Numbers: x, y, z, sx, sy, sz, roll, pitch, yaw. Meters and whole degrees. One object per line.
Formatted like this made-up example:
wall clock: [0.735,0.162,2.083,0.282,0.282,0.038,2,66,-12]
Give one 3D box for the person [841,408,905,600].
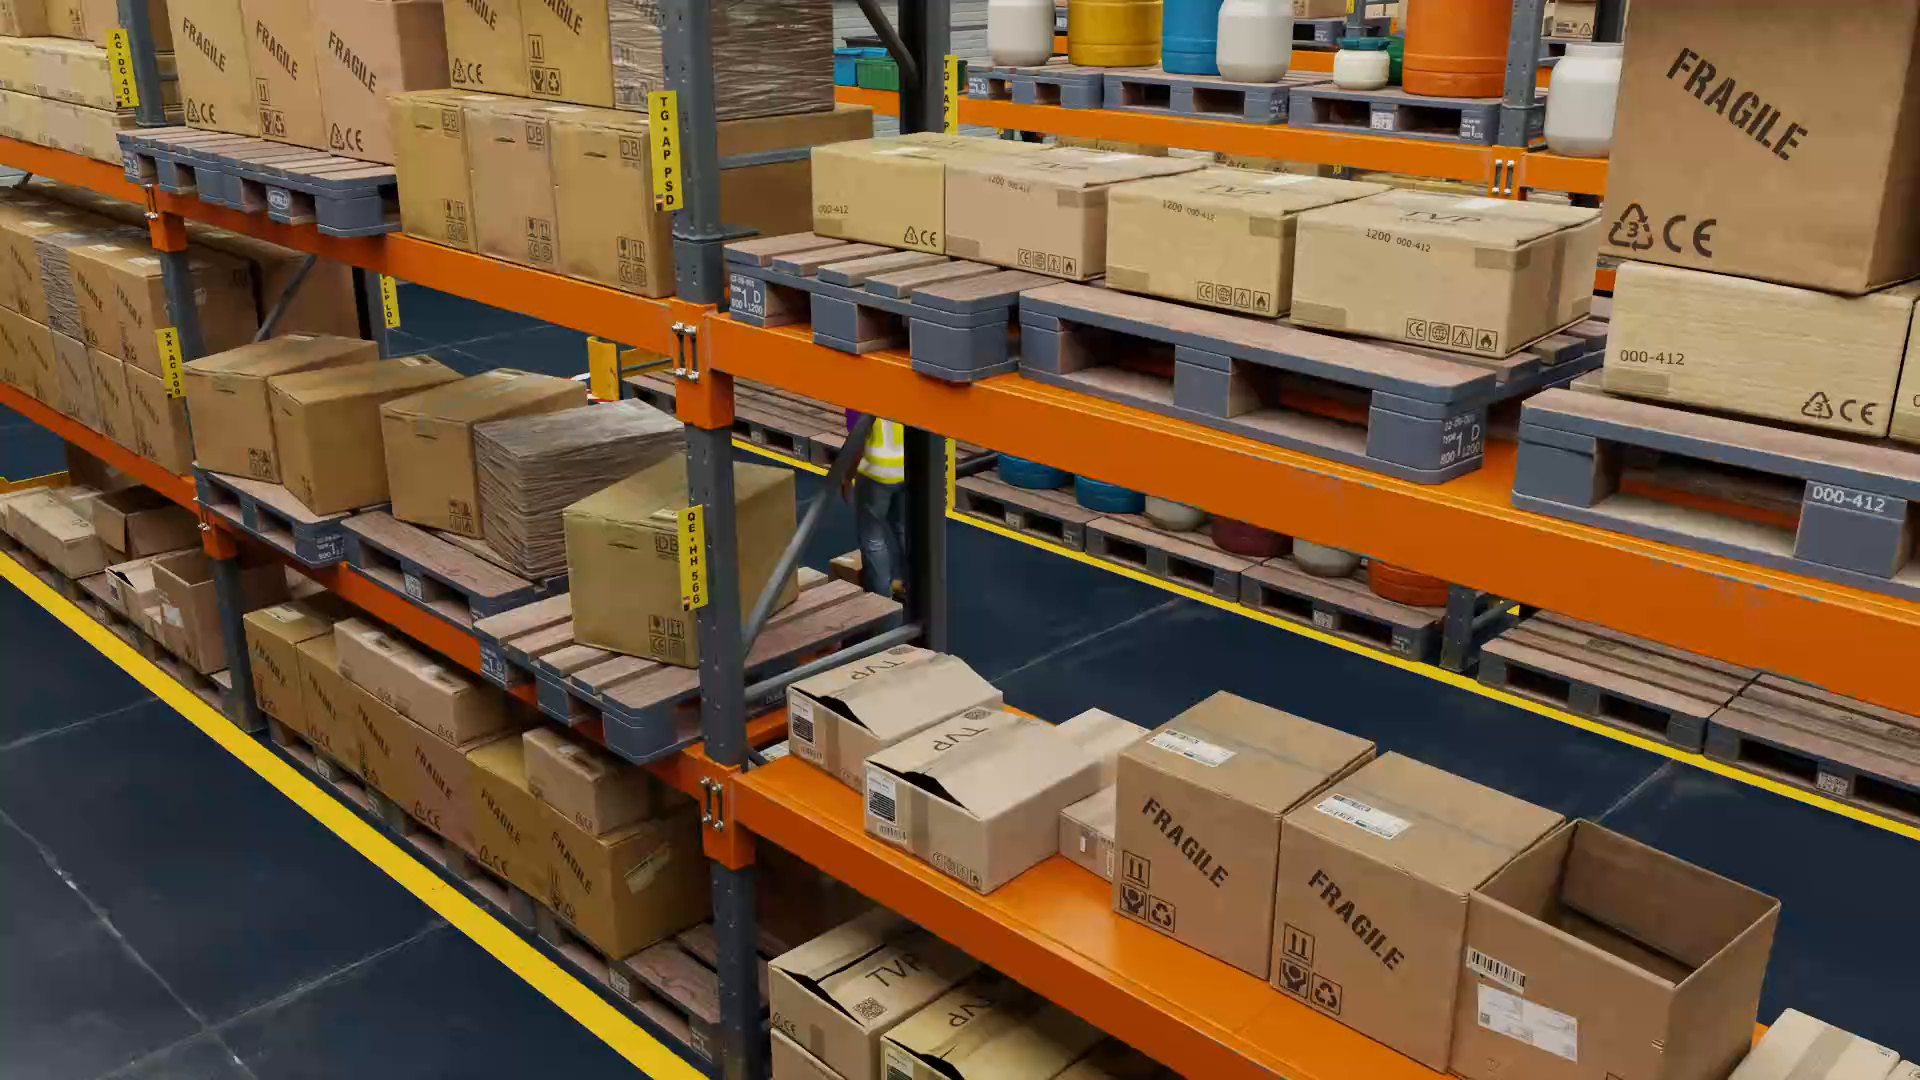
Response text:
person: [-0.448,-0.421,9.680,0.463,1.760,0.633,18,27,40]
